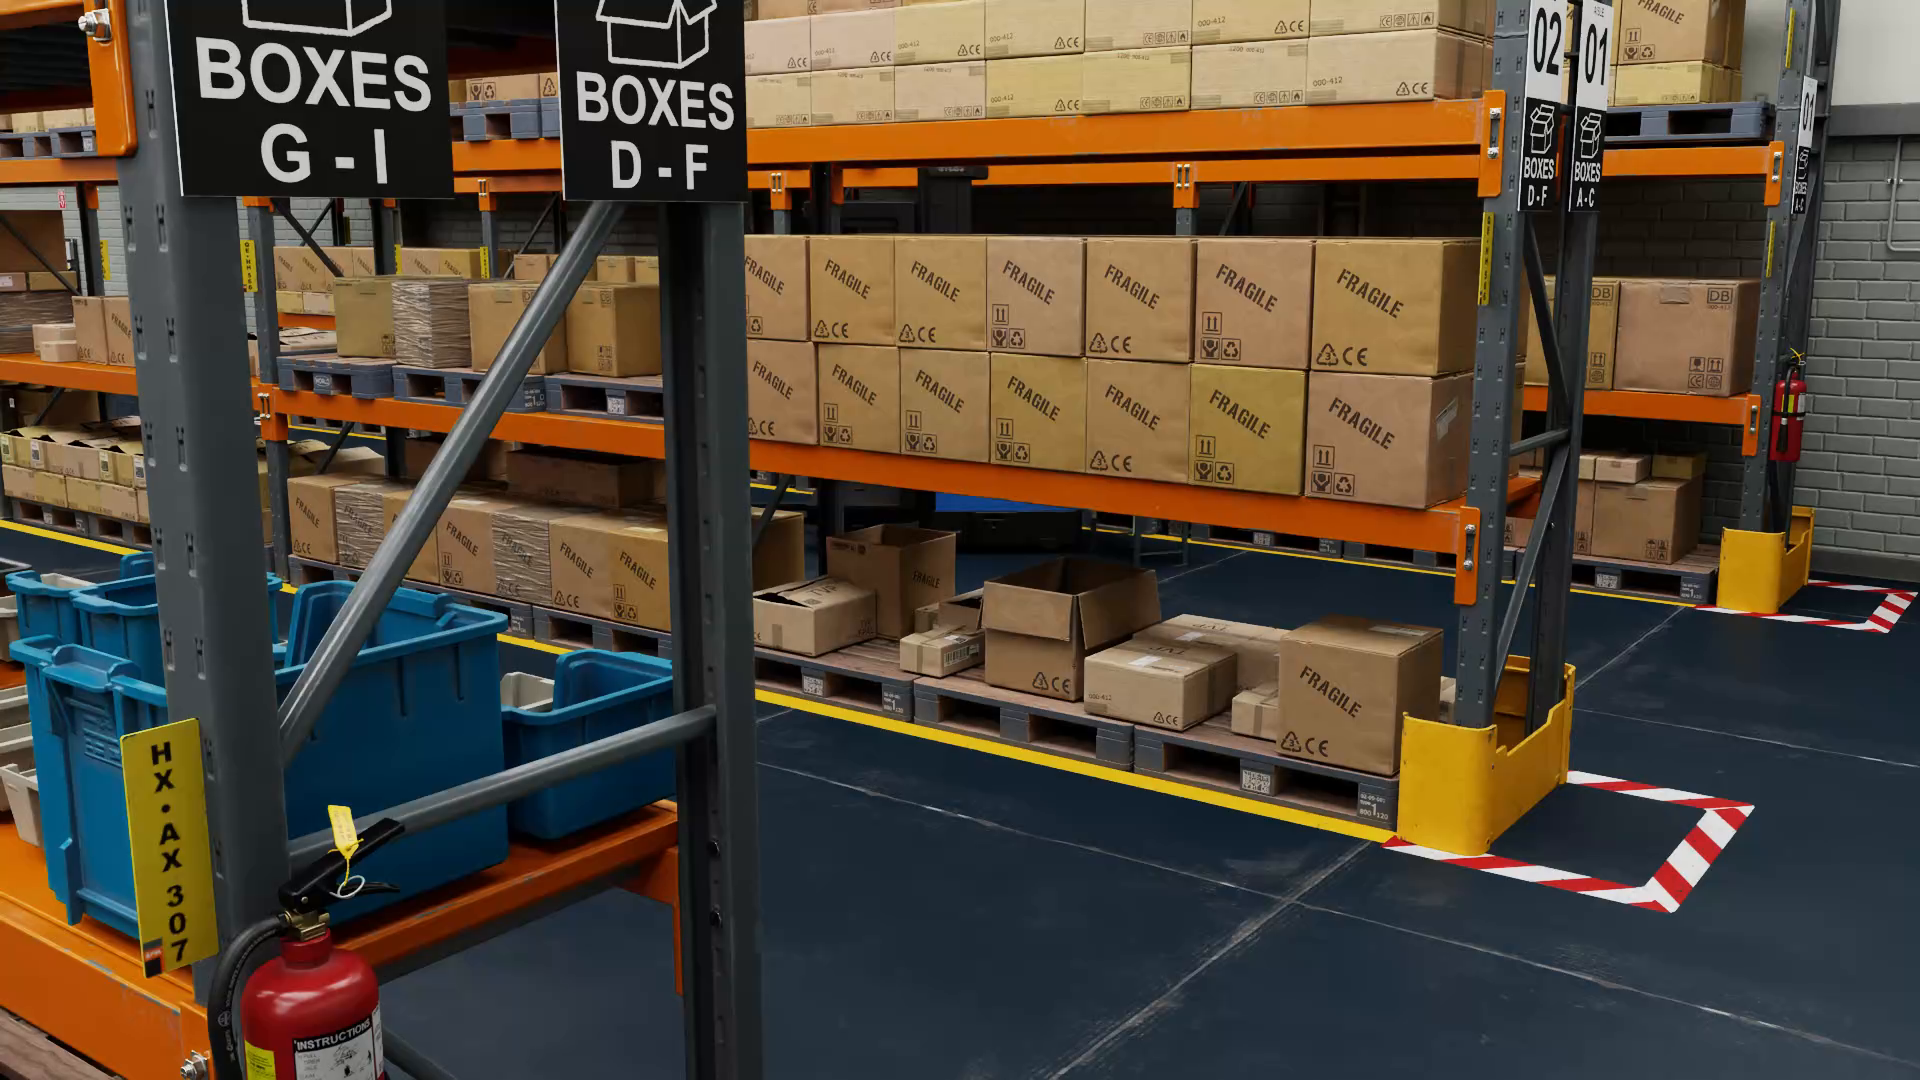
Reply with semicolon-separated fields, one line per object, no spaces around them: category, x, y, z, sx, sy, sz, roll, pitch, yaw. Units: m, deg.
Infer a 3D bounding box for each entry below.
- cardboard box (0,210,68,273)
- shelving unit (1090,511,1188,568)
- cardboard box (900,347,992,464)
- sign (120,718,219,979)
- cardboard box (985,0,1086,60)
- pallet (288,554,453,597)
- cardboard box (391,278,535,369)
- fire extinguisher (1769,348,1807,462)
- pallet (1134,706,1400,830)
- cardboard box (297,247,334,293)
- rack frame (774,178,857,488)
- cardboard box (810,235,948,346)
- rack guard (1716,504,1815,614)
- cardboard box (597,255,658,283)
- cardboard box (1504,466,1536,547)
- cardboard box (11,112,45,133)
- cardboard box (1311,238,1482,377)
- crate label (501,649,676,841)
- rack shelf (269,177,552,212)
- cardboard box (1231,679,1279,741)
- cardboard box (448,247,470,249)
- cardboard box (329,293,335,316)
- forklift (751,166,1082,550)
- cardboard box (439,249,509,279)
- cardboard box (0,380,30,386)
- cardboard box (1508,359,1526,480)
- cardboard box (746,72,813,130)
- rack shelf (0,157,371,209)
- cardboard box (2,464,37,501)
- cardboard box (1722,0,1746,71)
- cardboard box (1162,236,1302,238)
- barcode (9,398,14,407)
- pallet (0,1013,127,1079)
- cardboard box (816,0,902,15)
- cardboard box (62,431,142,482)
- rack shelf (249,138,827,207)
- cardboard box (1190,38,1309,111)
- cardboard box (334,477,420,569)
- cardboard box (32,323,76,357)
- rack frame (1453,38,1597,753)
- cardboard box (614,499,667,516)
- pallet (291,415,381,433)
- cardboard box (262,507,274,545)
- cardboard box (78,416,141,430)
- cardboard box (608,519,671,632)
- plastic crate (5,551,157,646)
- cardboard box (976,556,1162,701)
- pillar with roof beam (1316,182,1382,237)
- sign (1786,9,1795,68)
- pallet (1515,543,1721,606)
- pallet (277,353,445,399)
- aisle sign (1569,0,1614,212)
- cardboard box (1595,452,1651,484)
cardboard box;-7.804;-2.450;13.618;0.500;0.500;0.700;8;14;36
shelving unit;1.268;-0.610;11.736;0.431;1.500;0.755;-4;12;-19
cardboard box;0.071;-0.652;7.740;0.500;0.500;0.500;8;13;35
sign;-1.018;0.398;2.146;0.005;0.325;0.100;8;13;36
cardboard box;0.453;-2.197;7.172;0.500;0.250;0.500;8;13;36
pallet;-3.640;0.193;10.974;1.213;0.211;1.003;8;13;36
cardboard box;-3.020;-1.335;10.164;0.700;0.500;0.500;-10;15;-42
fire extinguisher;5.007;-0.816;10.036;0.183;0.674;0.296;8;13;36
pallet;1.525;0.905;7.296;1.213;0.211;1.003;8;13;36
cardboard box;-7.138;-3.071;18.875;0.500;0.500;0.500;8;14;36
rack frame;-1.290;-2.024;15.095;0.127;3.000;1.000;8;13;36
cardboard box;-0.366;-1.202;7.948;0.500;0.500;0.500;7;13;34
rack guard;5.178;0.105;10.670;0.348;0.500;1.175;8;13;36
cardboard box;-3.128;-2.543;16.358;0.500;0.500;0.700;10;15;43
cardboard box;3.726;-0.280;11.554;0.500;0.500;0.700;7;13;34
cardboard box;-6.952;-3.250;12.822;0.500;0.250;0.500;10;15;41
cardboard box;1.708;-0.914;6.461;0.500;0.500;0.500;8;13;35
crate label;-0.710;0.367;3.021;0.303;0.233;0.416;8;13;36
rack shelf;-6.126;-3.818;18.366;4.000;0.370;1.077;8;13;36
cardboard box;1.372;0.726;7.179;0.250;0.166;0.380;8;13;36
cardboard box;-5.582;-2.979;18.397;0.500;0.500;0.500;8;14;37
cardboard box;-6.698;-2.642;18.631;0.500;0.250;0.500;8;13;35
forklift;-0.625;-1.440;12.258;3.031;2.935;1.130;0;11;1
cardboard box;-5.078;-2.784;17.391;0.500;0.500;0.500;8;13;35
cardboard box;-8.437;-1.152;14.746;0.500;0.500;0.500;8;13;36
cardboard box;2.028;-0.505;6.981;0.500;0.500;0.500;8;14;37
cardboard box;-0.749;-2.122;8.100;0.500;0.250;0.500;8;13;36
rack shelf;-5.831;-2.610;12.119;4.000;0.370;1.077;8;13;36
cardboard box;-7.264;-0.488;13.289;0.500;0.250;0.500;8;13;34
cardboard box;4.713;-3.266;10.670;0.500;0.500;0.500;7;13;33
cardboard box;1.201;-1.111;7.479;0.500;0.500;0.500;8;14;36
barcode;-7.484;-1.083;13.124;0.075;0.075;0.001;8;13;36
pallet;-2.327;1.525;4.091;1.213;0.211;1.003;8;13;36
cardboard box;-0.261;-2.702;7.804;0.500;0.500;0.700;8;13;36
cardboard box;-6.439;-0.647;12.634;0.500;0.311;0.500;7;13;34
rack shelf;-2.607;-2.160;9.794;4.000;0.370;1.077;8;13;36
cardboard box;1.262;-1.840;6.643;0.500;0.250;0.500;8;13;36
cardboard box;-3.596;-0.101;10.578;0.500;0.500;0.500;7;13;33
cardboard box;-7.020;-1.593;13.260;0.500;0.250;0.500;9;14;39
rack frame;2.229;-0.366;6.524;0.127;3.000;1.000;8;13;36
cardboard box;-1.677;0.046;9.819;0.500;0.500;0.500;8;14;36
pallet;-7.043;-1.449;19.465;1.213;0.211;1.003;8;13;36
cardboard box;-4.787;-0.143;11.507;0.500;0.250;0.500;8;14;37
cardboard box;-6.947;-0.845;13.657;0.500;0.311;0.500;8;13;36
cardboard box;-1.562;0.184;9.104;0.500;0.500;0.500;8;13;35
plastic crate;-2.013;0.185;3.960;0.300;0.233;0.416;8;13;36
cardboard box;0.522;0.404;7.956;0.637;0.503;0.797;8;13;36
pillar with roof beam;0.462;-3.915;9.072;0.400;9.000;9.100;8;13;36
sign;4.826;-2.912;9.663;0.005;0.325;0.100;8;13;36
pallet;4.467;0.166;11.114;1.213;0.211;1.003;8;13;36
pallet;-3.631;-1.106;10.853;1.003;0.211;1.213;8;13;36
aisle sign;2.458;-1.680;6.470;0.004;0.787;0.394;8;13;36
cardboard box;4.324;-0.472;10.840;0.250;0.149;0.380;8;13;35
